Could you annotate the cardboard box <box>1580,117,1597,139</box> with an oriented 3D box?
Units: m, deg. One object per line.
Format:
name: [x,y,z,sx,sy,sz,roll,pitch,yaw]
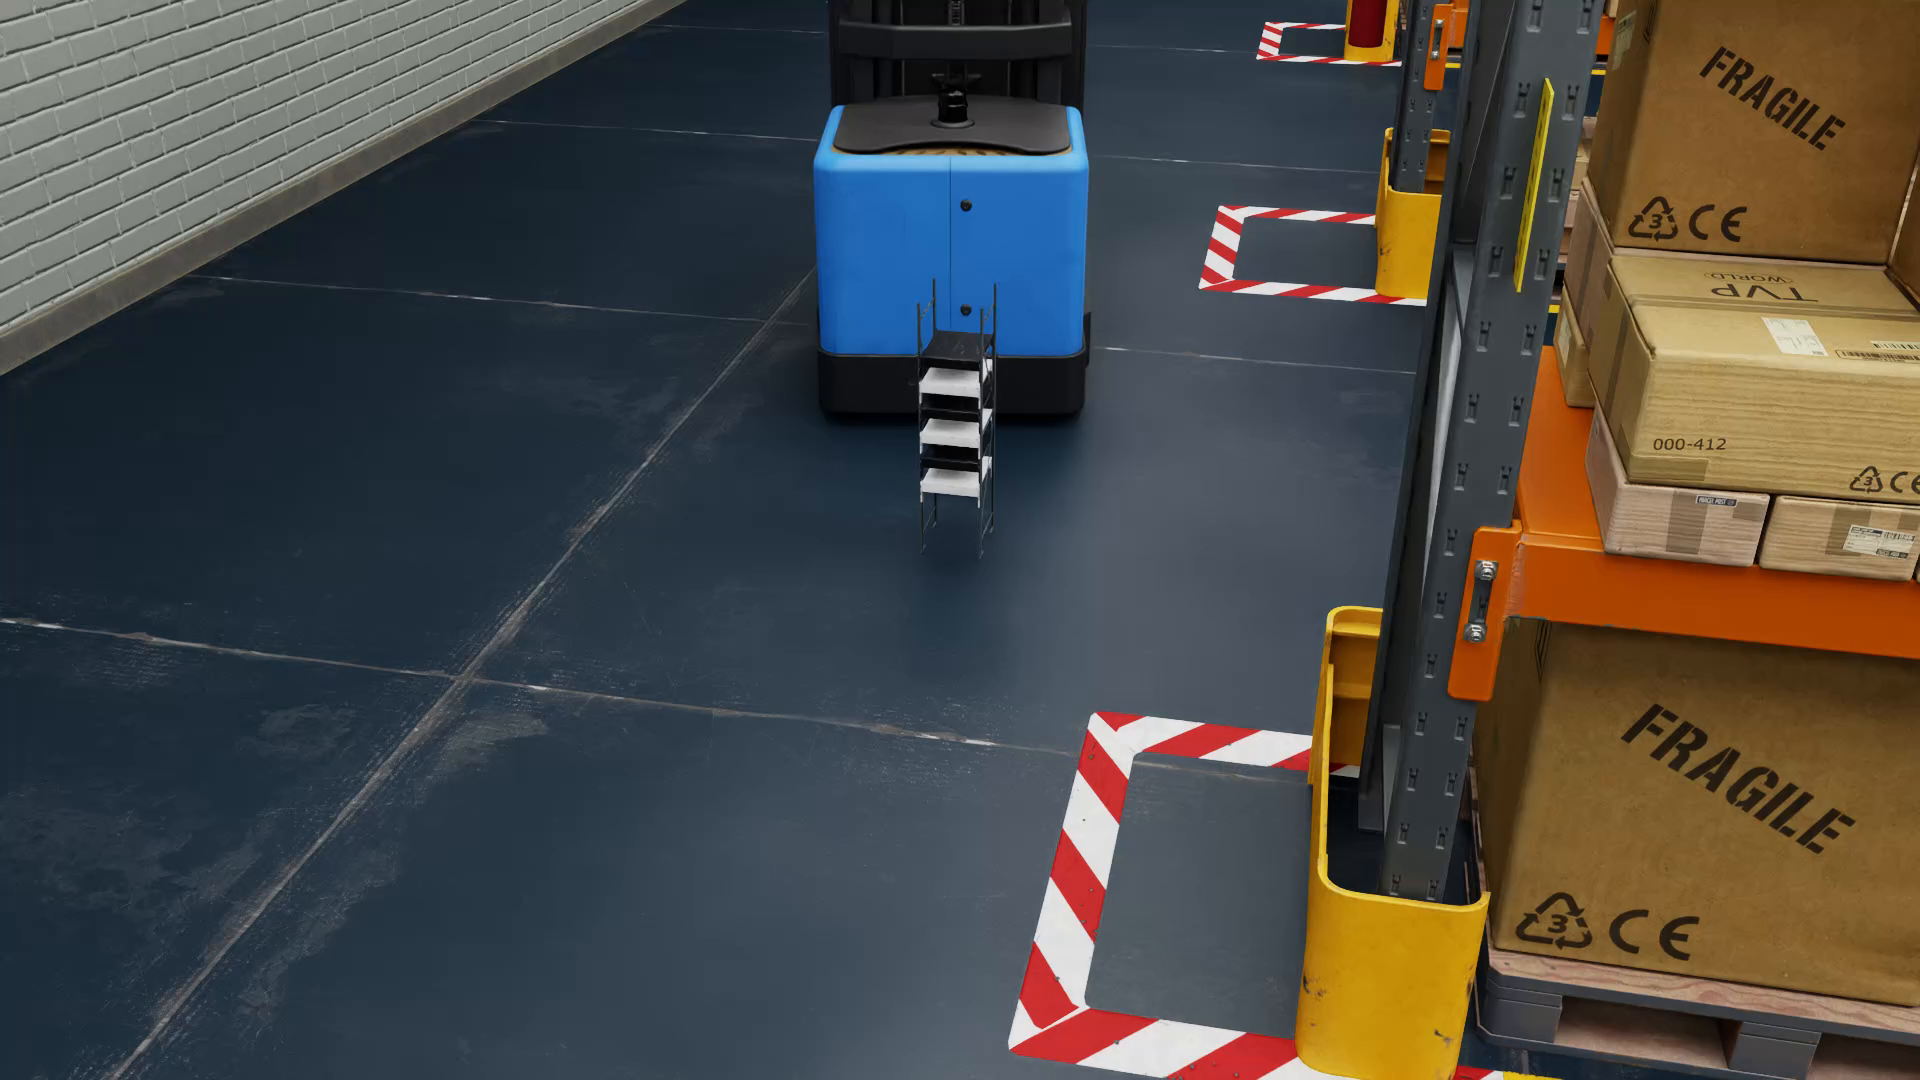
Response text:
cardboard box: [2.984,-1.942,8.086,0.250,0.149,0.380,6,29,12]

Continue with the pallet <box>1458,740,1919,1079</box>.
pallet: [1.843,0.852,3.974,1.213,0.211,1.003,6,29,11]

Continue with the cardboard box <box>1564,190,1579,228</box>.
cardboard box: [2.894,-1.571,7.717,0.250,0.149,0.380,6,29,10]

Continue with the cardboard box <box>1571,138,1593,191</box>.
cardboard box: [2.916,-1.745,7.726,0.250,0.149,0.380,6,29,11]

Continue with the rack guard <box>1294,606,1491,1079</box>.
rack guard: [1.021,0.680,3.988,0.348,0.500,1.175,6,29,11]

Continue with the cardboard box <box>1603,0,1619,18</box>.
cardboard box: [2.937,-2.379,7.233,0.250,0.149,0.380,5,29,9]

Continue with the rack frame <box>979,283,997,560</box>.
rack frame: [0.091,-0.385,5.517,0.006,0.900,0.240,6,29,11]

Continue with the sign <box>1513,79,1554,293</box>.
sign: [0.923,-0.569,2.682,0.005,0.325,0.100,6,29,11]

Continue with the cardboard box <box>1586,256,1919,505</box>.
cardboard box: [1.458,-0.304,3.029,0.500,0.250,0.500,5,29,9]

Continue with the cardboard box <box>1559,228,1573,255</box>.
cardboard box: [2.898,-1.477,7.855,0.250,0.149,0.380,6,29,10]

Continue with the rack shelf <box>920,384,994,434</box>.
rack shelf: [-0.008,-0.445,5.508,0.200,0.077,0.258,6,29,11]

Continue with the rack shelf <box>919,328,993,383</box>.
rack shelf: [-0.008,-0.603,5.422,0.200,0.077,0.258,6,29,11]

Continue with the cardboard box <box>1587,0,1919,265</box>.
cardboard box: [1.576,-0.883,3.304,0.500,0.500,0.500,6,29,11]

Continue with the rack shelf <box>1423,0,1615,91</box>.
rack shelf: [4.135,-2.218,7.426,4.000,0.370,1.077,6,29,11]

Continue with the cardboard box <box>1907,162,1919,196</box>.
cardboard box: [4.178,-1.613,7.485,0.250,0.149,0.380,6,29,11]

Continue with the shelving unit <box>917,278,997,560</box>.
shelving unit: [-0.008,-0.396,5.535,0.210,0.900,0.258,6,29,11]

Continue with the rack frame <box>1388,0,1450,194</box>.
rack frame: [2.179,-2.734,7.620,0.127,3.000,1.000,6,29,11]

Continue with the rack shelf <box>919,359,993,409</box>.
rack shelf: [-0.008,-0.524,5.465,0.200,0.077,0.258,6,29,11]

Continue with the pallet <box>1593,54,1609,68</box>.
pallet: [5.102,-3.679,12.249,1.213,0.211,1.003,6,29,11]

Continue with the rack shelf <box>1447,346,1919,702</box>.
rack shelf: [3.001,0.102,3.190,4.000,0.370,1.077,6,29,11]

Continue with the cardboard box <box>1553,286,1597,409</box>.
cardboard box: [1.462,-0.423,3.661,0.250,0.149,0.380,6,29,12]

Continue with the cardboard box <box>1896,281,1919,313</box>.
cardboard box: [1.968,-0.255,2.939,0.500,0.250,0.500,6,29,10]

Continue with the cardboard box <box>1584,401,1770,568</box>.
cardboard box: [1.323,-0.114,3.096,0.250,0.149,0.380,6,29,11]

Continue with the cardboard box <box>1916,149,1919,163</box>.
cardboard box: [4.508,-1.785,7.798,0.250,0.149,0.380,5,29,8]

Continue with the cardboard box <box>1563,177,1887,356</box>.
cardboard box: [1.574,-0.555,3.487,0.500,0.250,0.500,5,29,10]

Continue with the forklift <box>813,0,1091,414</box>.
forklift: [-0.005,-2.445,7.164,1.130,2.935,3.031,1,29,1]

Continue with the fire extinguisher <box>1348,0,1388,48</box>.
fire extinguisher: [2.029,-2.778,8.170,0.183,0.674,0.296,6,29,11]

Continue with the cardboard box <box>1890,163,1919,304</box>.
cardboard box: [1.947,-0.583,2.757,0.500,0.500,0.500,5,29,9]

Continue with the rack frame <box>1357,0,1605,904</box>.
rack frame: [1.045,-0.415,3.384,0.127,3.000,1.000,6,29,11]

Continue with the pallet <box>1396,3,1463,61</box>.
pallet: [3.913,-3.802,12.475,1.213,0.211,1.003,6,29,11]

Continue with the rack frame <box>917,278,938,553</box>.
rack frame: [-0.107,-0.406,5.554,0.006,0.900,0.240,6,29,11]

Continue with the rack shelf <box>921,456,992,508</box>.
rack shelf: [-0.008,-0.208,5.638,0.200,0.077,0.258,6,29,11]

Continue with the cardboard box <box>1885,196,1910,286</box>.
cardboard box: [2.070,-0.504,3.393,0.500,0.250,0.500,5,29,10]

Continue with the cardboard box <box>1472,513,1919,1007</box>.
cardboard box: [1.687,0.360,3.744,0.875,0.875,0.875,6,29,11]

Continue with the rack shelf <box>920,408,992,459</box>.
rack shelf: [-0.008,-0.366,5.551,0.200,0.077,0.258,6,29,11]

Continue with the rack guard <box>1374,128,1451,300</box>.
rack guard: [2.254,-1.630,8.206,0.348,0.500,1.175,6,29,11]

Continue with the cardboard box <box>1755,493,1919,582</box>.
cardboard box: [1.574,-0.089,3.050,0.250,0.149,0.380,5,29,10]

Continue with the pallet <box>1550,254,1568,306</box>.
pallet: [3.041,-1.405,8.096,1.213,0.211,1.003,6,29,11]

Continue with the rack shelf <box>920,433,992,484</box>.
rack shelf: [-0.008,-0.287,5.595,0.200,0.077,0.258,6,29,11]

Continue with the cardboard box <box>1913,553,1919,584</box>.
cardboard box: [1.825,-0.063,3.003,0.250,0.149,0.380,5,29,9]

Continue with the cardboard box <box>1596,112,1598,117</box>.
cardboard box: [3.264,-1.976,8.147,0.250,0.149,0.380,5,29,9]

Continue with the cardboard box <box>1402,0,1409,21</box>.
cardboard box: [3.781,-4.110,12.364,0.875,0.438,0.875,5,29,9]

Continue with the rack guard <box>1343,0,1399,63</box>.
rack guard: [3.091,-3.974,12.489,0.348,0.500,1.175,6,29,11]
